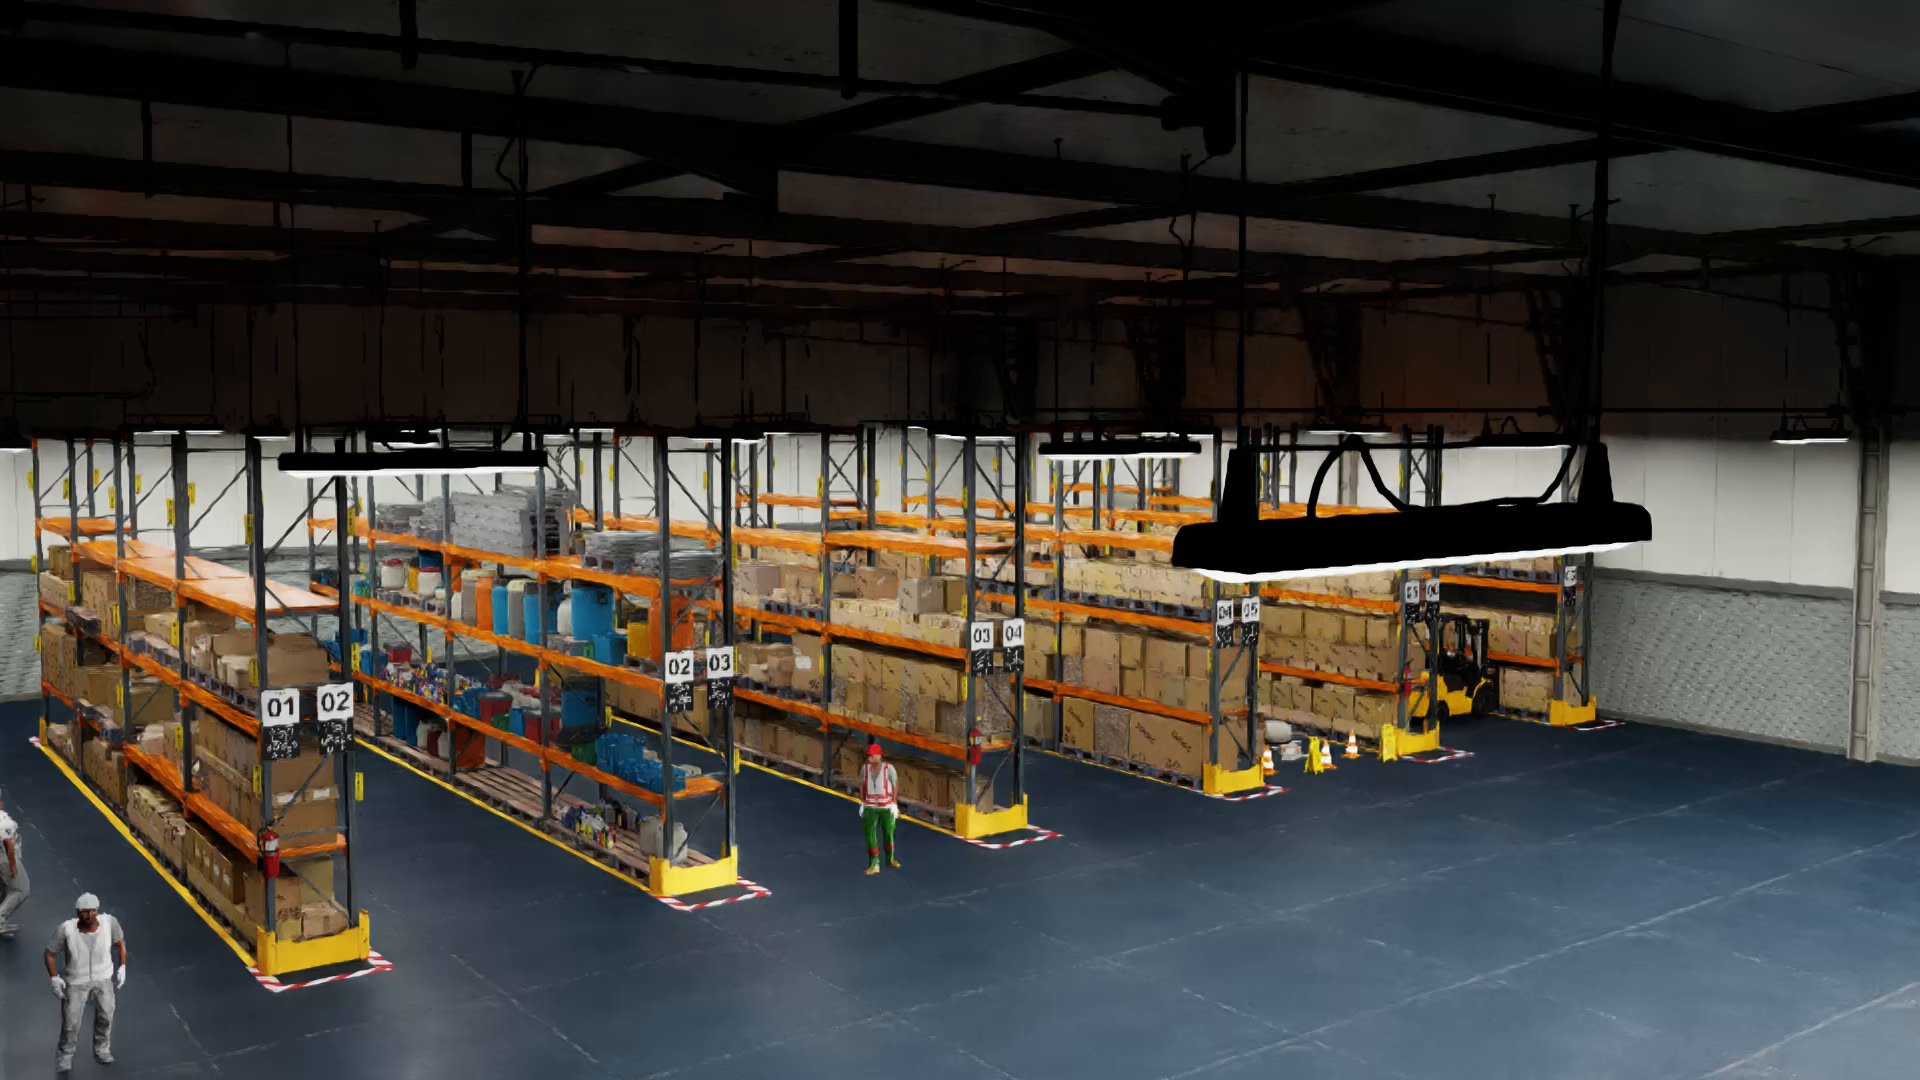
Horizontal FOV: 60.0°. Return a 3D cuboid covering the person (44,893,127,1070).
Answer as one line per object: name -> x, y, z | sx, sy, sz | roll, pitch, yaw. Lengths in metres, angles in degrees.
person -> -8.373, 4.217, 15.958 | 0.702, 1.735, 0.549 | -3, 6, -37

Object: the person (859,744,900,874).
person -> -1.109, 3.660, 22.810 | 0.569, 1.780, 0.599 | 1, 5, 10

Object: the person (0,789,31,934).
person -> -11.542, 3.881, 20.001 | 0.588, 1.754, 0.470 | 2, 5, 25
